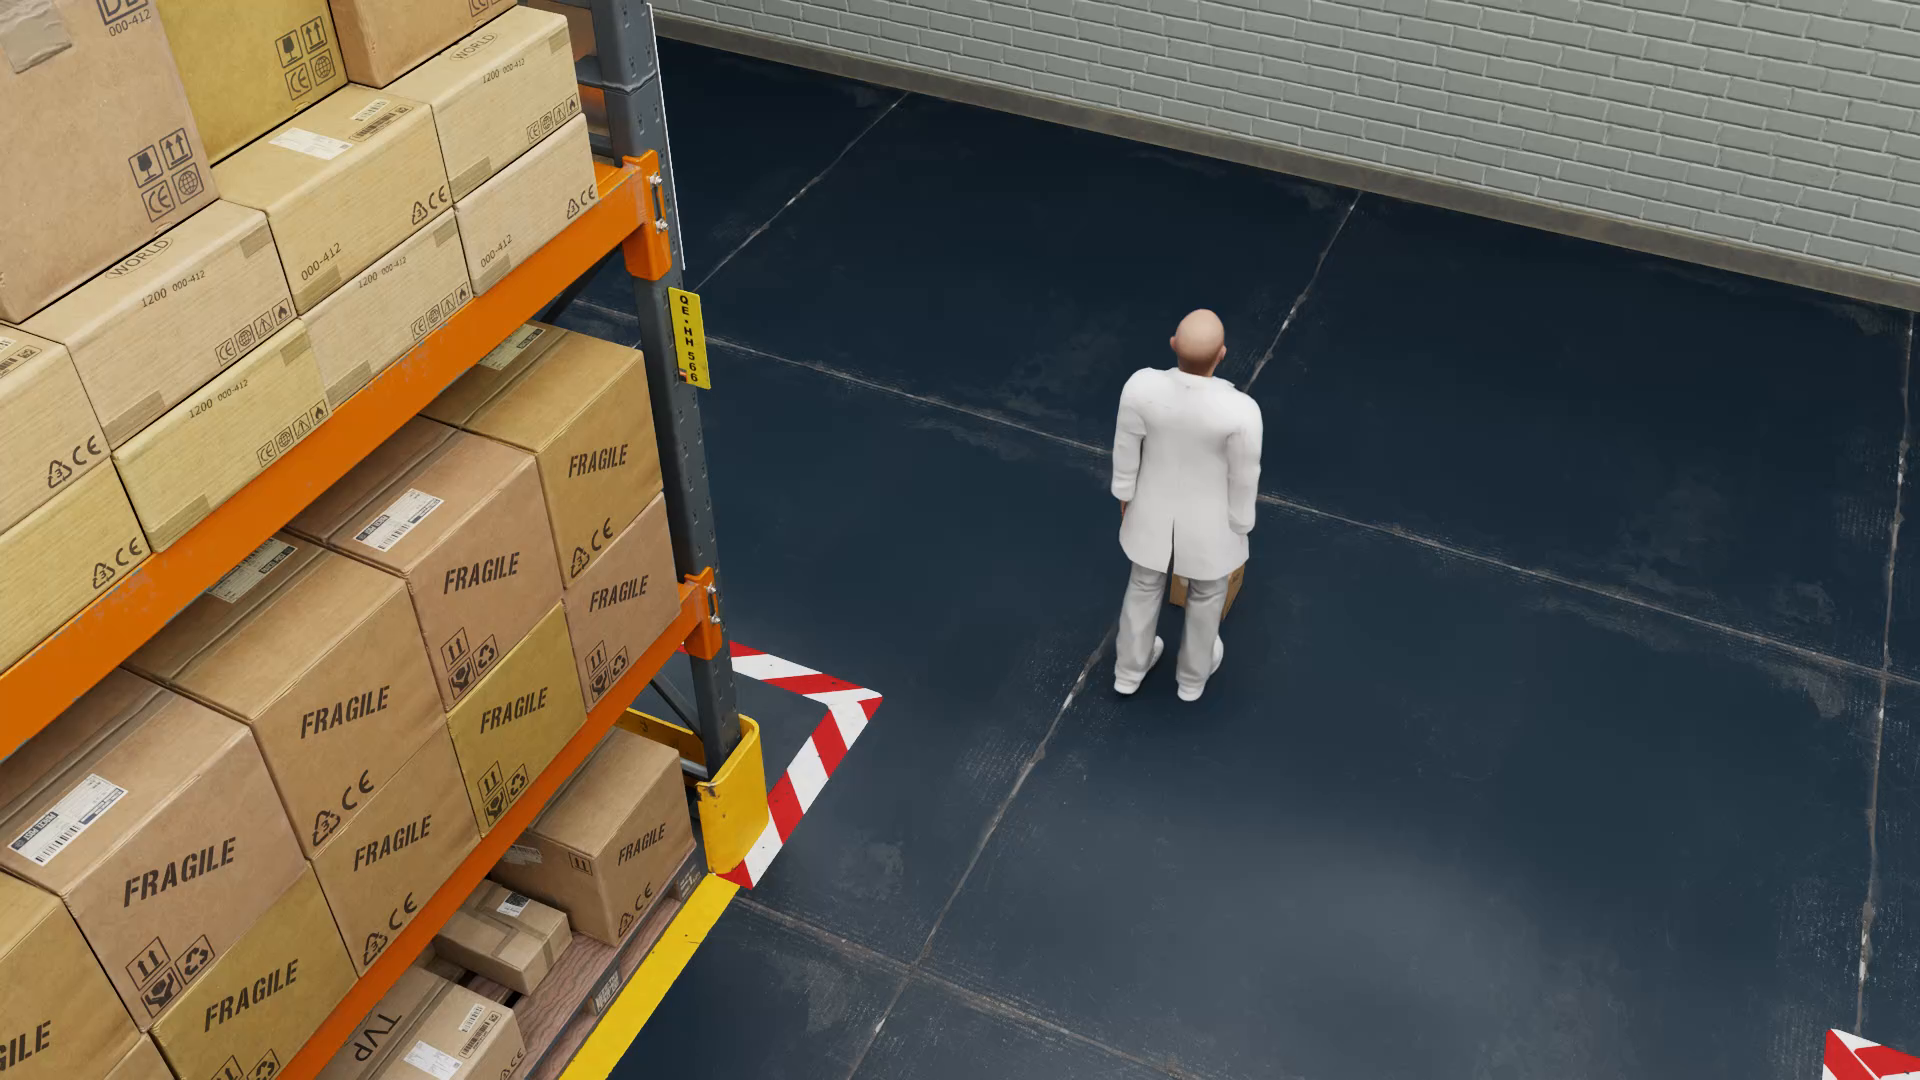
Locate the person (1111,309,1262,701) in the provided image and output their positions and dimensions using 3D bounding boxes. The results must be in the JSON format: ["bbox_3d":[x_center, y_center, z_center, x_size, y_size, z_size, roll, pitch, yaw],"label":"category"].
[{"bbox_3d":[0.849,-0.124,6.324,0.565,1.795,0.465,18,45,19],"label":"person"}]
